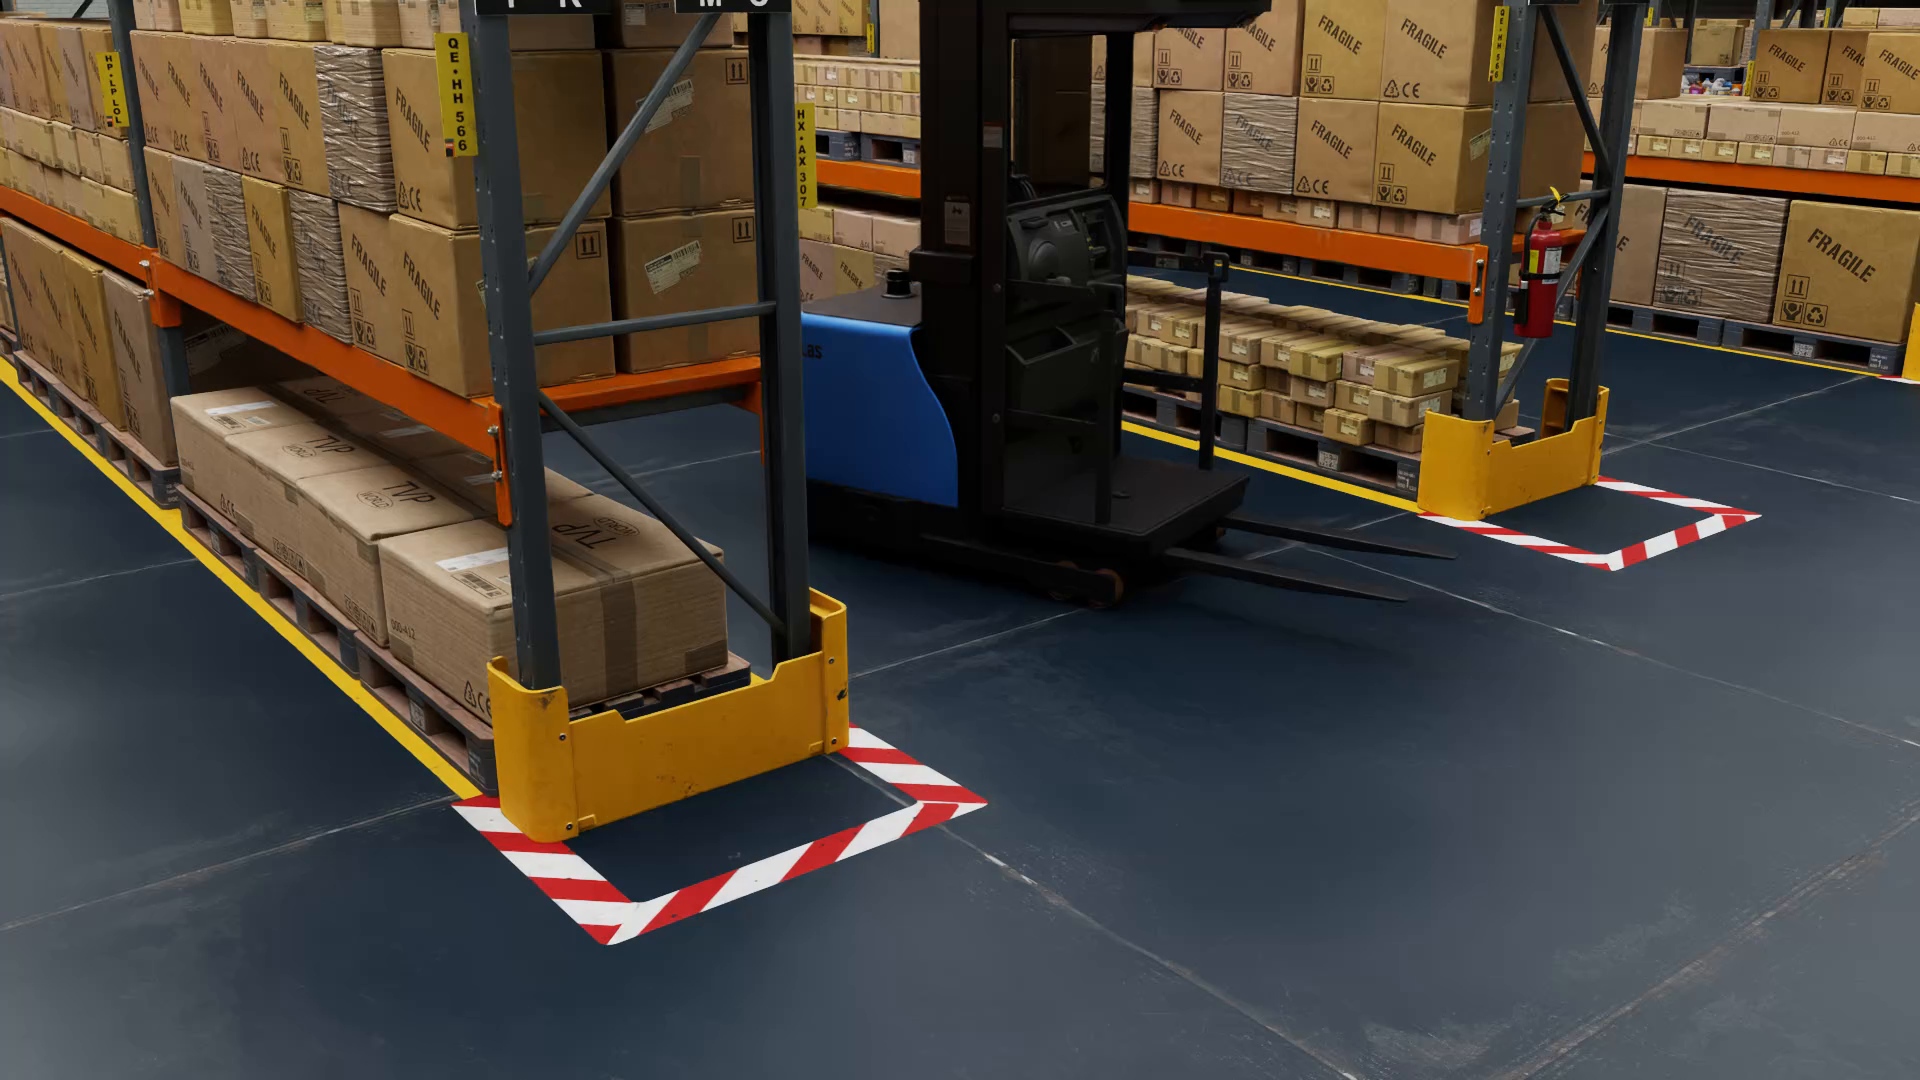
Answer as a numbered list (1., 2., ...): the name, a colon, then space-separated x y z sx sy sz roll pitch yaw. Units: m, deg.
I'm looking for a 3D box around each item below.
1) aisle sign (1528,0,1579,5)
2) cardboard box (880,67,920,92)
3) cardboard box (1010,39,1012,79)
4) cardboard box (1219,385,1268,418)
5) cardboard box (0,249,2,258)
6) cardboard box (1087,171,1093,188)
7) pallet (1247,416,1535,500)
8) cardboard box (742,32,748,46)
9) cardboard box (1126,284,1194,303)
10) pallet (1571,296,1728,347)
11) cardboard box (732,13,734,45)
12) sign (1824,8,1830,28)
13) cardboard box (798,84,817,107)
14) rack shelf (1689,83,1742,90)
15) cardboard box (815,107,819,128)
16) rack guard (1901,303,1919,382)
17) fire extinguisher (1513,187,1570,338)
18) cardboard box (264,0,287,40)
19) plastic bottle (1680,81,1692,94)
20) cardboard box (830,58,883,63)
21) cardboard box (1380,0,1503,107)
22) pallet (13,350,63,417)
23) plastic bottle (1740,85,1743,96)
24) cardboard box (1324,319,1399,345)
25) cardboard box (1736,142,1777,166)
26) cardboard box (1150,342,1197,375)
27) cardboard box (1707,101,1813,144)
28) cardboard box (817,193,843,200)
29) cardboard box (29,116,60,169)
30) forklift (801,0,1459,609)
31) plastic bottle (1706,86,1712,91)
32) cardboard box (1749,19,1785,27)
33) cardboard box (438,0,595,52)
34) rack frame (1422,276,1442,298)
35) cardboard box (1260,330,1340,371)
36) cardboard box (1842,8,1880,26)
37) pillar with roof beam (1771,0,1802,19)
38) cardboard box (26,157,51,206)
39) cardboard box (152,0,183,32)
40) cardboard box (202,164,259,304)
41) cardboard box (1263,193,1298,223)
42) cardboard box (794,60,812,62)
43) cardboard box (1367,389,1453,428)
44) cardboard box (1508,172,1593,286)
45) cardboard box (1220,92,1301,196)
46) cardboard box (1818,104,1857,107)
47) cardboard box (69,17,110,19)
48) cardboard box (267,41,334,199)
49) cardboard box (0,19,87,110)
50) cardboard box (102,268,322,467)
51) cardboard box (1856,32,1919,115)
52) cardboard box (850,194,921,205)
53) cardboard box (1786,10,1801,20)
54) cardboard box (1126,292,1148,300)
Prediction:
1. aisle sign: 2.693 -2.801 7.415 0.394 0.787 0.004 -14 23 -36
2. cardboard box: -0.330 -3.183 11.488 0.380 0.149 0.250 -15 23 -38
3. cardboard box: 0.488 -3.134 10.332 0.500 0.500 0.500 -13 23 -35
4. cardboard box: 1.685 -0.813 9.414 0.380 0.149 0.250 -15 24 -38
5. cardboard box: -7.176 -2.085 12.901 0.950 0.372 0.625 -13 22 -34
6. cardboard box: 0.908 -2.204 10.146 0.380 0.149 0.250 -15 24 -38
7. pallet: 2.359 -0.546 9.175 1.003 0.211 1.213 -14 23 -36
8. cardboard box: -2.377 -6.477 22.020 0.875 0.500 0.500 -14 23 -36
9. cardboard box: 1.274 -1.527 10.622 0.380 0.149 0.250 -13 22 -34
10. pallet: 5.522 -1.745 12.798 1.003 0.211 1.213 -14 23 -36
11. cardboard box: -2.356 -4.250 14.175 0.700 0.500 0.500 -14 23 -36
12. sign: 13.095 -7.862 25.119 0.100 0.325 0.005 -14 23 -36
13. cardboard box: -0.971 -3.295 12.301 0.380 0.149 0.250 -13 22 -34
14. rack shelf: 10.876 -5.656 21.317 1.077 0.370 4.000 -14 23 -36
15. cardboard box: -0.980 -3.155 12.350 0.380 0.149 0.250 -15 23 -38
16. rack guard: 6.848 -1.394 11.278 1.175 0.500 0.348 -14 23 -36
17. fire extinguisher: 2.677 -1.278 7.666 0.296 0.674 0.183 -14 23 -36
18. cardboard box: -2.298 -1.904 6.060 0.380 0.149 0.250 -13 22 -34
19. plastic bottle: 7.507 -4.604 17.193 0.152 0.276 0.135 -14 23 -36
20. cardboard box: -0.790 -3.694 13.031 0.380 0.149 0.250 -14 23 -36
21. cardboard box: 2.403 -2.371 8.029 0.500 0.500 0.500 -15 23 -37
22. pallet: -5.472 -1.091 10.822 1.003 0.211 1.213 -14 23 -36
23. plastic bottle: 8.256 -4.690 17.441 0.061 0.283 0.133 -14 23 -36
24. cardboard box: 2.283 -1.144 9.467 0.380 0.149 0.250 -15 24 -39
25. cardboard box: 5.719 -2.743 11.773 0.380 0.149 0.250 -15 23 -37
26. cardboard box: 1.338 -1.087 9.768 0.380 0.149 0.250 -14 23 -36
27. cardboard box: 5.694 -2.975 11.840 0.500 0.250 0.500 -15 23 -38
28. cardboard box: -1.234 -2.517 12.808 0.500 0.250 0.500 -14 23 -36
29. cardboard box: -4.857 -2.237 9.289 0.500 0.250 0.500 -13 23 -35
30. forklift: 0.644 -1.293 7.105 3.031 2.935 1.130 12 22 31
31. plastic bottle: 7.930 -4.695 17.584 0.097 0.201 0.097 0 18 0
32. cardboard box: 12.847 -7.961 26.274 0.700 0.500 0.500 -17 25 -41
33. cardboard box: -1.315 -1.532 4.936 0.380 0.149 0.250 -14 23 -35
34. rack frame: 4.350 -3.573 13.880 1.000 3.000 0.127 -14 23 -36
35. cardboard box: 1.873 -1.041 9.157 0.380 0.149 0.250 -15 24 -38
36. cardboard box: 13.612 -7.843 24.920 0.500 0.250 0.500 -13 23 -35
37. pillar with roof beam: 10.011 -9.955 23.612 9.100 9.000 0.400 -14 23 -36
38. cardboard box: -5.142 -2.130 9.761 0.500 0.250 0.500 -13 22 -34
39. cardboard box: -3.254 -2.280 7.195 0.380 0.149 0.250 -14 23 -35
40. cardboard box: -2.720 -1.271 6.769 0.500 0.500 0.500 -14 23 -36
41. cardboard box: 1.849 -1.806 8.945 0.380 0.149 0.250 -15 24 -38
42. cardboard box: -1.298 -3.567 12.649 0.380 0.149 0.250 -13 22 -34
43. cardboard box: 2.331 -0.705 8.615 0.380 0.149 0.250 -15 23 -38
44. cardboard box: 4.697 -2.585 13.609 0.875 0.875 0.875 -14 23 -36
45. cardboard box: 1.764 -2.144 8.933 0.500 0.500 0.500 -14 23 -36
46. cardboard box: 6.419 -2.955 11.779 0.500 0.250 0.500 -14 23 -37
47. cardboard box: -5.376 -3.070 10.612 0.500 0.500 0.500 -15 23 -38
48. cardboard box: -2.073 -1.493 5.849 0.500 0.500 0.500 -14 23 -36
49. cardboard box: -5.472 -2.857 9.968 0.500 0.500 0.500 -14 23 -36
50. cardboard box: -3.866 -0.966 8.721 0.875 0.875 0.875 -13 22 -34
51. cardboard box: 6.325 -3.082 10.970 0.500 0.500 0.500 -14 23 -35
52. cardboard box: -0.499 -2.489 12.723 0.500 0.250 0.500 -13 22 -34
53. cardboard box: 13.066 -8.178 25.898 0.250 0.149 0.380 16 24 39
54. cardboard box: 0.950 -1.441 10.362 0.380 0.149 0.250 -15 23 -38
